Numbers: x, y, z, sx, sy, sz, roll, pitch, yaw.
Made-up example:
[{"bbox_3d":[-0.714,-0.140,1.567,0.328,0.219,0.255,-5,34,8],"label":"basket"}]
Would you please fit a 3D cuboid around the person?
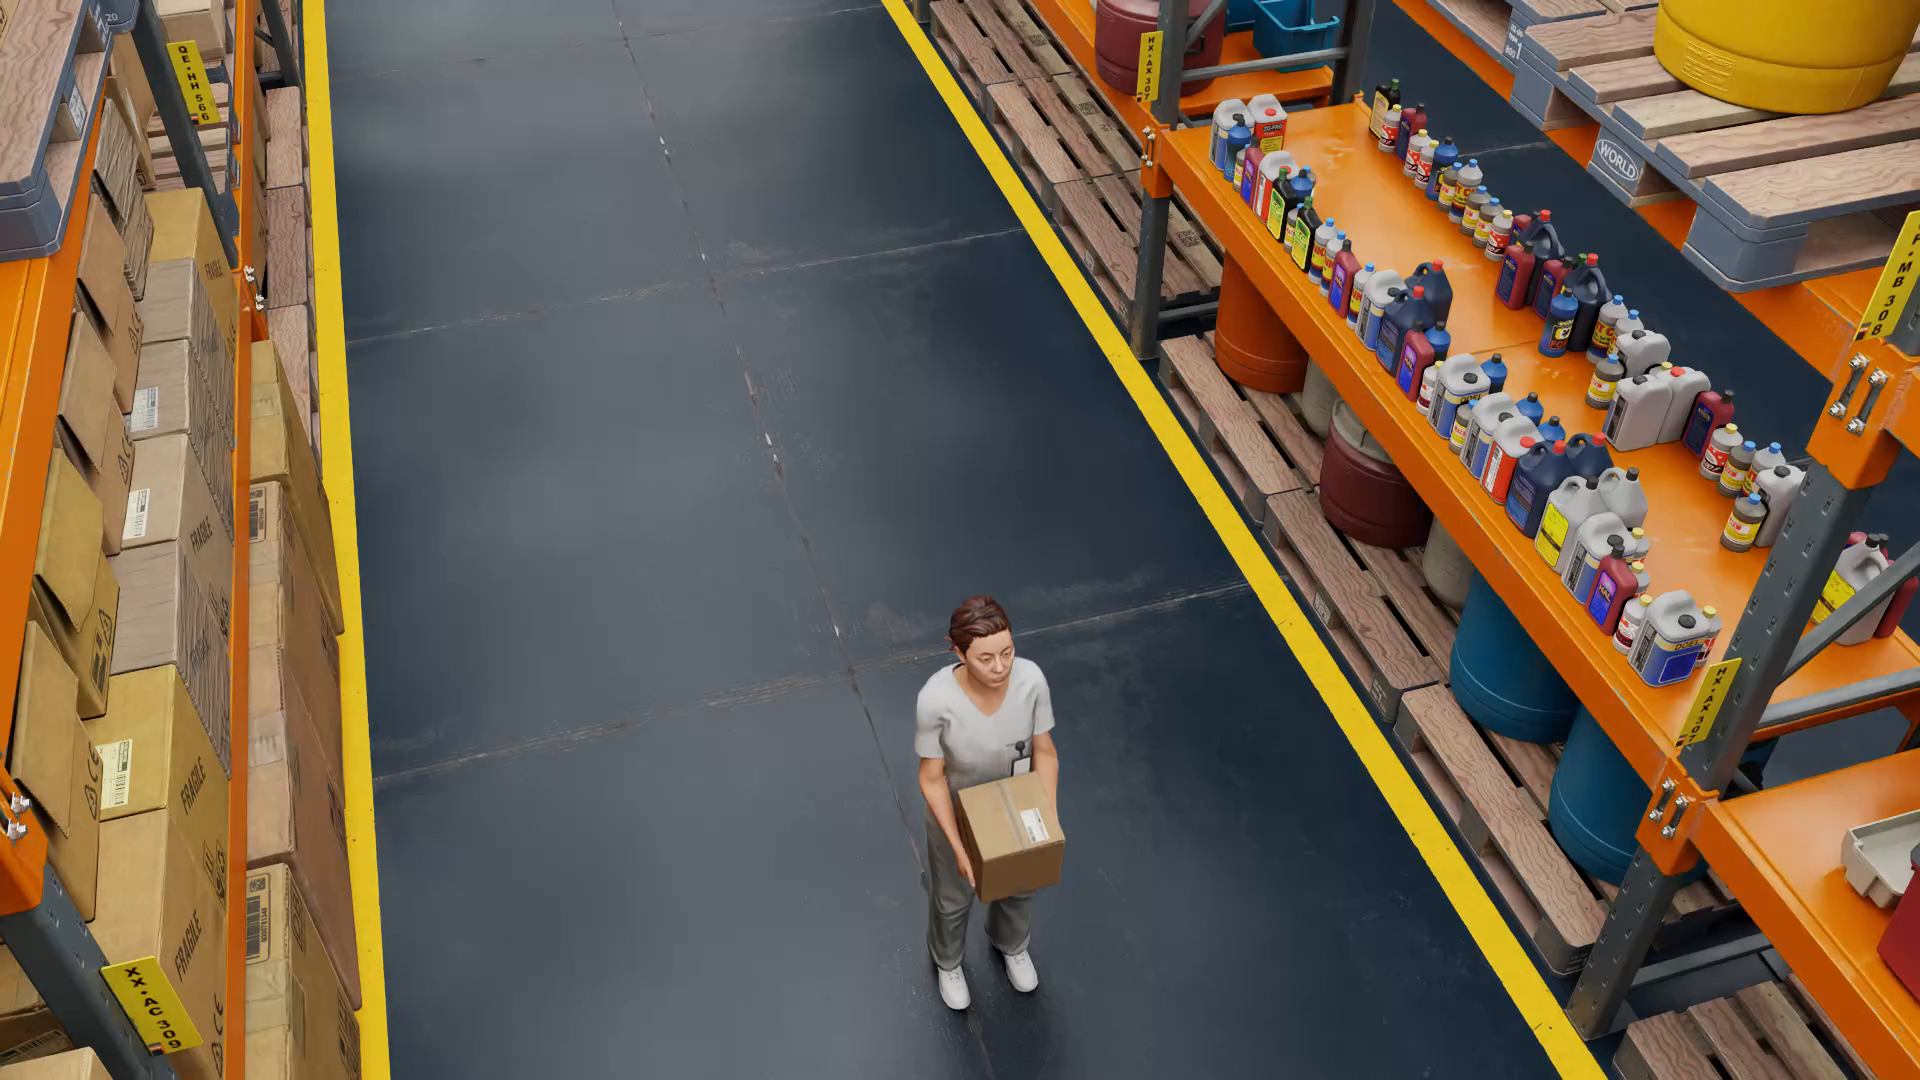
[{"bbox_3d":[0.094,0.887,5.194,0.447,1.667,0.548,-12,44,-13],"label":"person"}]
